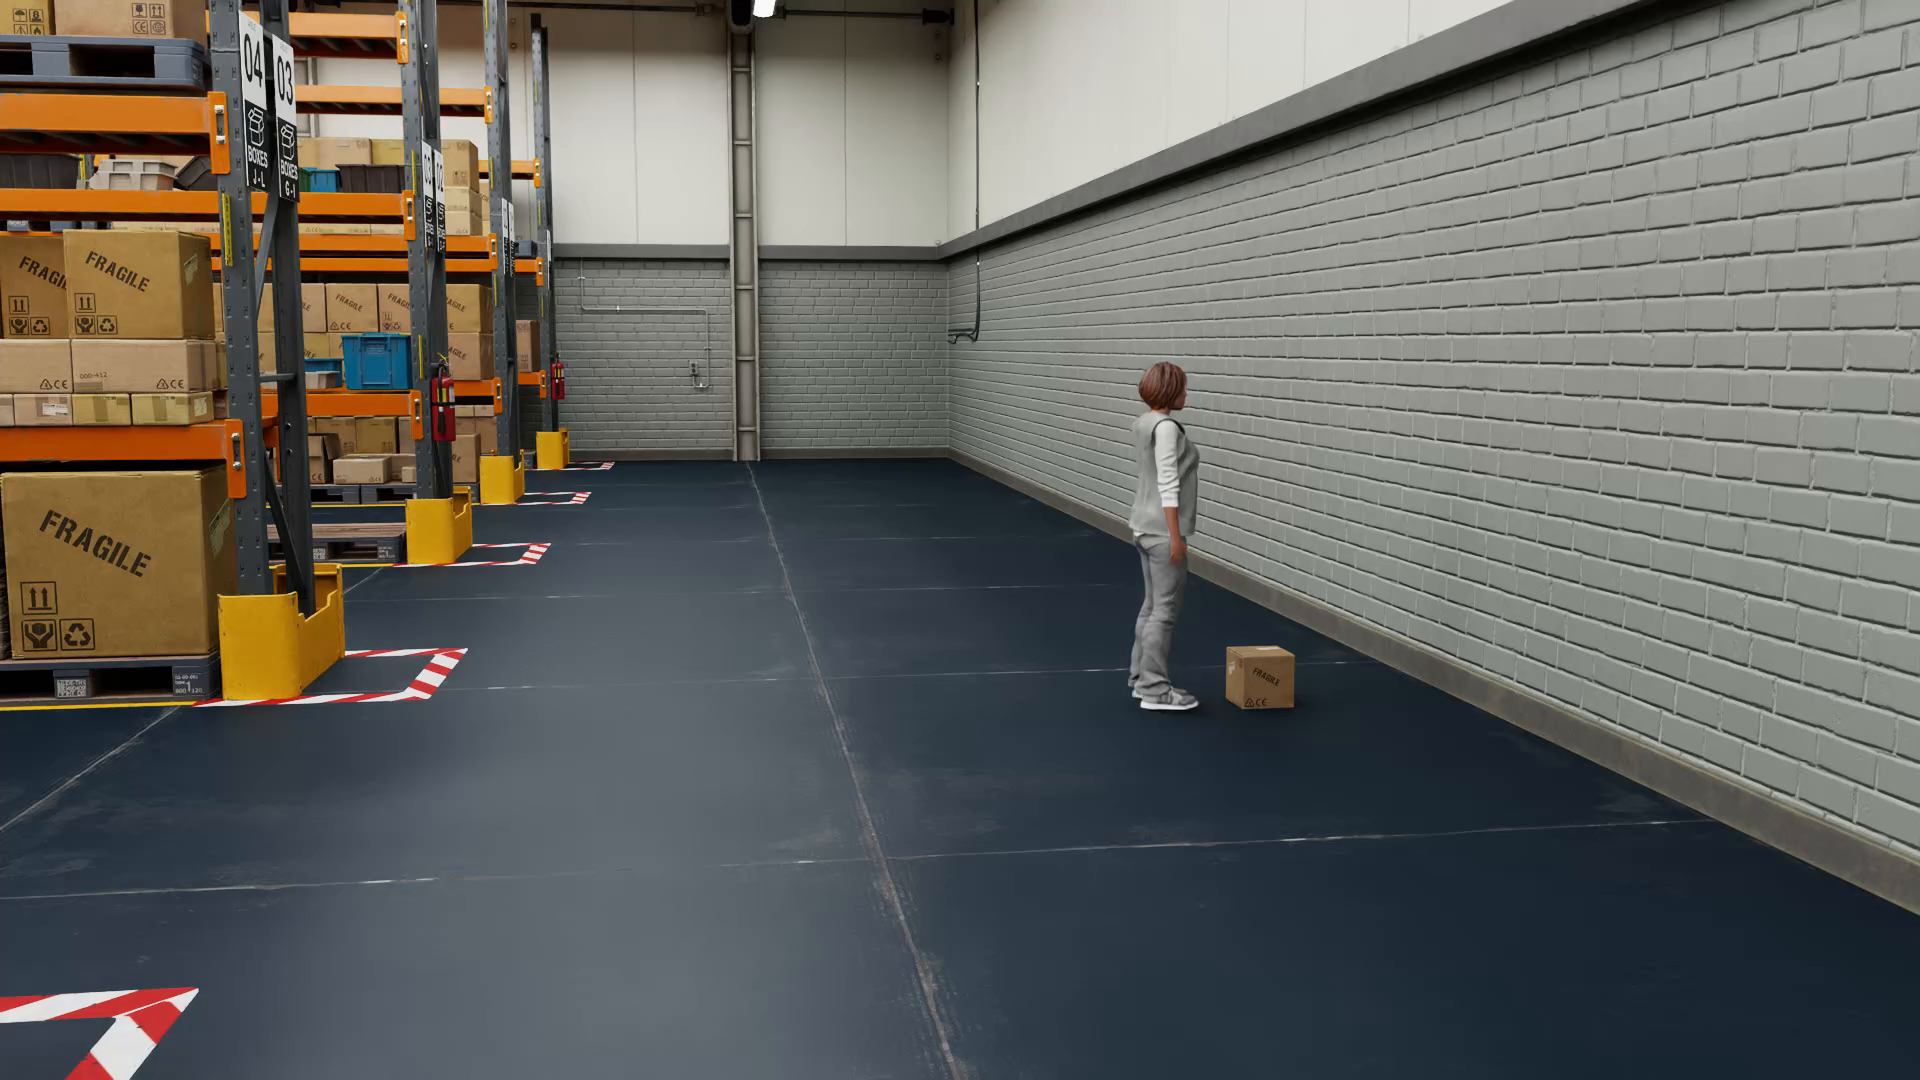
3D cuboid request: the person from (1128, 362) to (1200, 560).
[{"bbox_3d":[0.933,-0.343,7.619,0.302,0.916,0.414,-1,7,-8],"label":"person"}]
